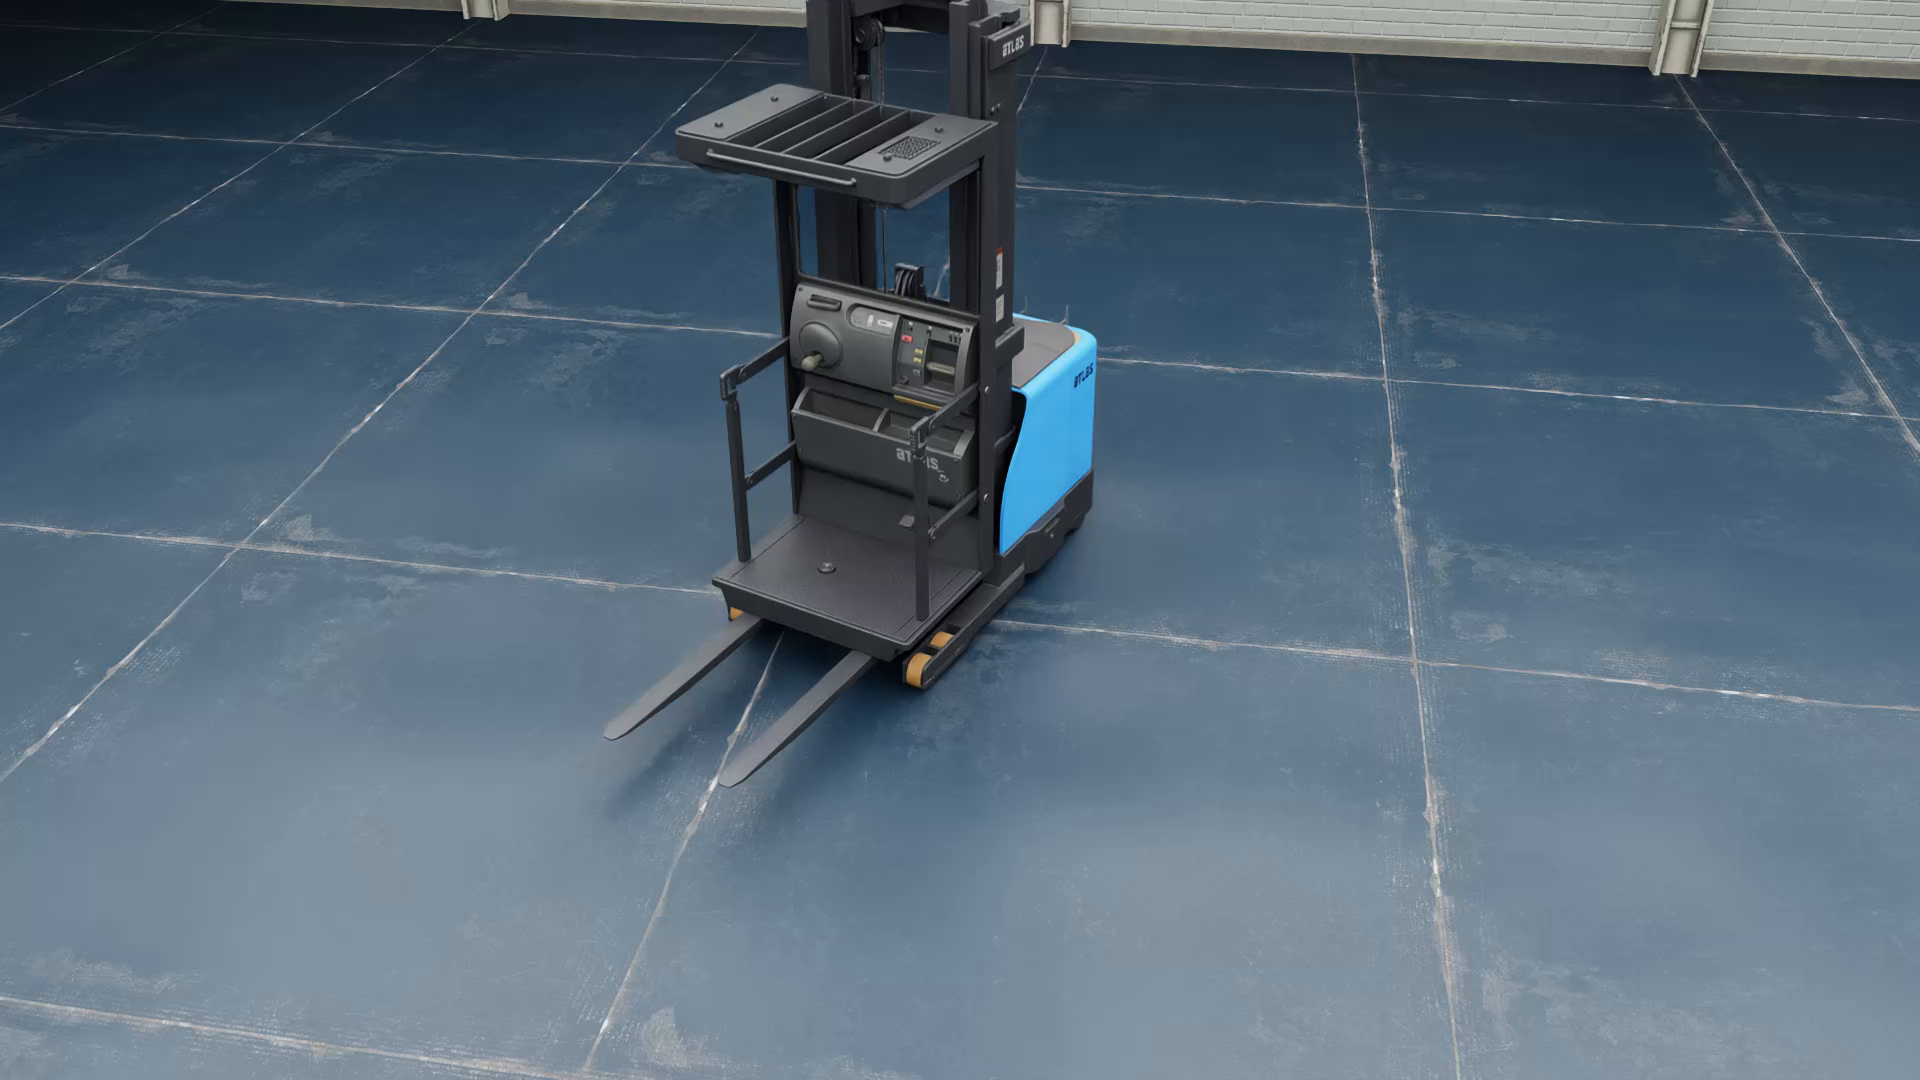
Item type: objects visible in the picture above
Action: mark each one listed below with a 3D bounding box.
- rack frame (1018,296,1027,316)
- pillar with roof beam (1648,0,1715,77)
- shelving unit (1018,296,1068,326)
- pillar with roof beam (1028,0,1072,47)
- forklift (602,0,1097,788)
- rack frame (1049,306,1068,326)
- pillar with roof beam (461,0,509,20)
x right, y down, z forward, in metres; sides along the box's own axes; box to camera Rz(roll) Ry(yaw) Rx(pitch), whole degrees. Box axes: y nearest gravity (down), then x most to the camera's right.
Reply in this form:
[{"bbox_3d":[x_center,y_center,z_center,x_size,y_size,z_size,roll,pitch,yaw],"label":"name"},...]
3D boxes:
[{"bbox_3d":[0.304,-0.806,9.048,0.008,1.050,0.200,17,36,25],"label":"rack frame"},{"bbox_3d":[6.091,-6.050,9.934,0.400,9.000,9.100,5,32,8],"label":"pillar with roof beam"},{"bbox_3d":[0.410,-0.774,8.996,0.252,1.050,0.215,17,36,25],"label":"shelving unit"},{"bbox_3d":[0.177,-6.585,10.789,0.400,9.000,9.100,5,32,8],"label":"pillar with roof beam"},{"bbox_3d":[-0.465,-0.835,7.322,1.130,2.935,3.031,17,36,25],"label":"forklift"},{"bbox_3d":[0.516,-0.741,8.945,0.008,1.050,0.200,17,36,25],"label":"rack frame"},{"bbox_3d":[-5.737,-7.121,11.645,0.400,9.000,9.100,5,32,8],"label":"pillar with roof beam"}]
